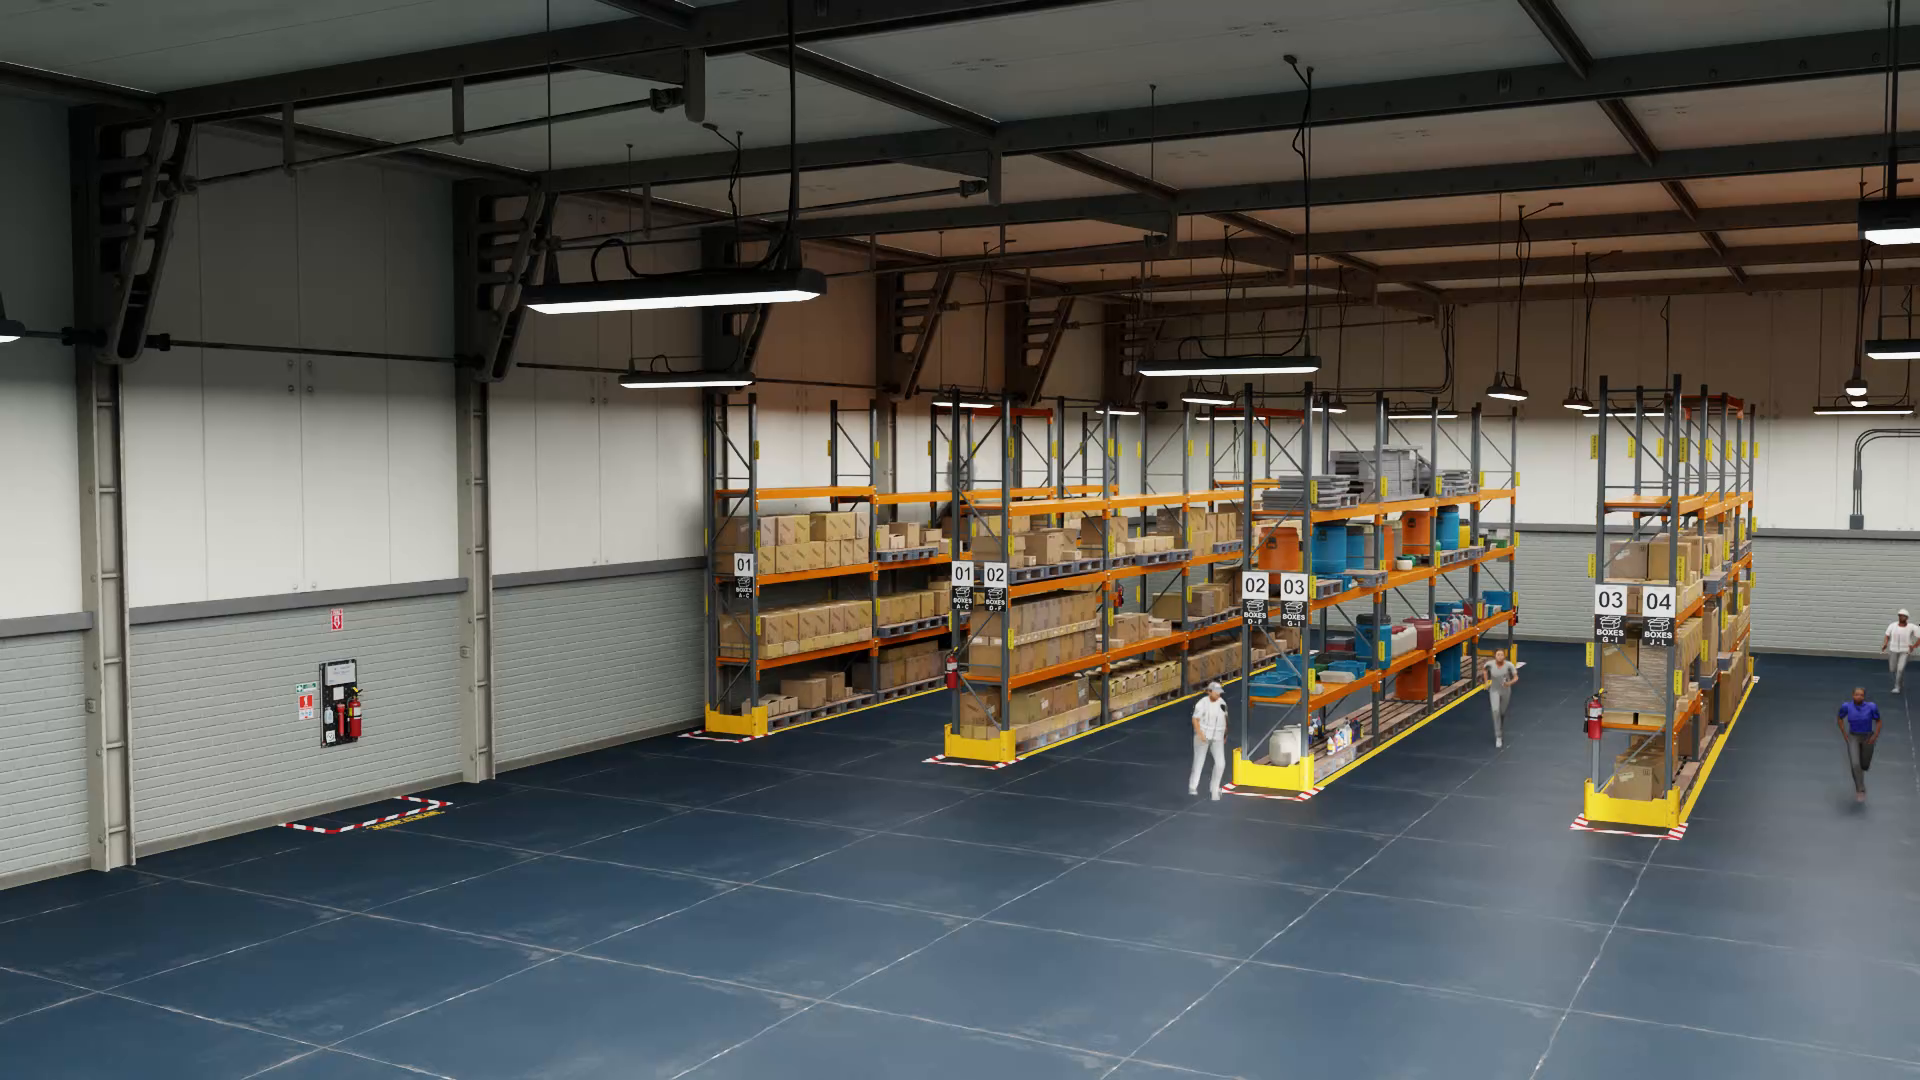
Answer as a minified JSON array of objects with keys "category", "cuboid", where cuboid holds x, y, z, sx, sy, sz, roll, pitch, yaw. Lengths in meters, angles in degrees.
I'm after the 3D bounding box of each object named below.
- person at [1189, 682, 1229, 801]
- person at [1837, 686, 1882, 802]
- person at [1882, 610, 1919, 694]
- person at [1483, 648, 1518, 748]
[{"category":"person","cuboid":[3.601,2.901,23.822,0.592,1.751,0.594,-1,3,-10]},{"category":"person","cuboid":[13.008,2.916,24.071,0.575,1.652,0.945,1,3,24]},{"category":"person","cuboid":[19.479,2.295,34.368,0.677,1.727,0.715,-3,4,-43]},{"category":"person","cuboid":[9.230,2.647,28.432,0.570,1.666,1.081,1,3,14]}]
